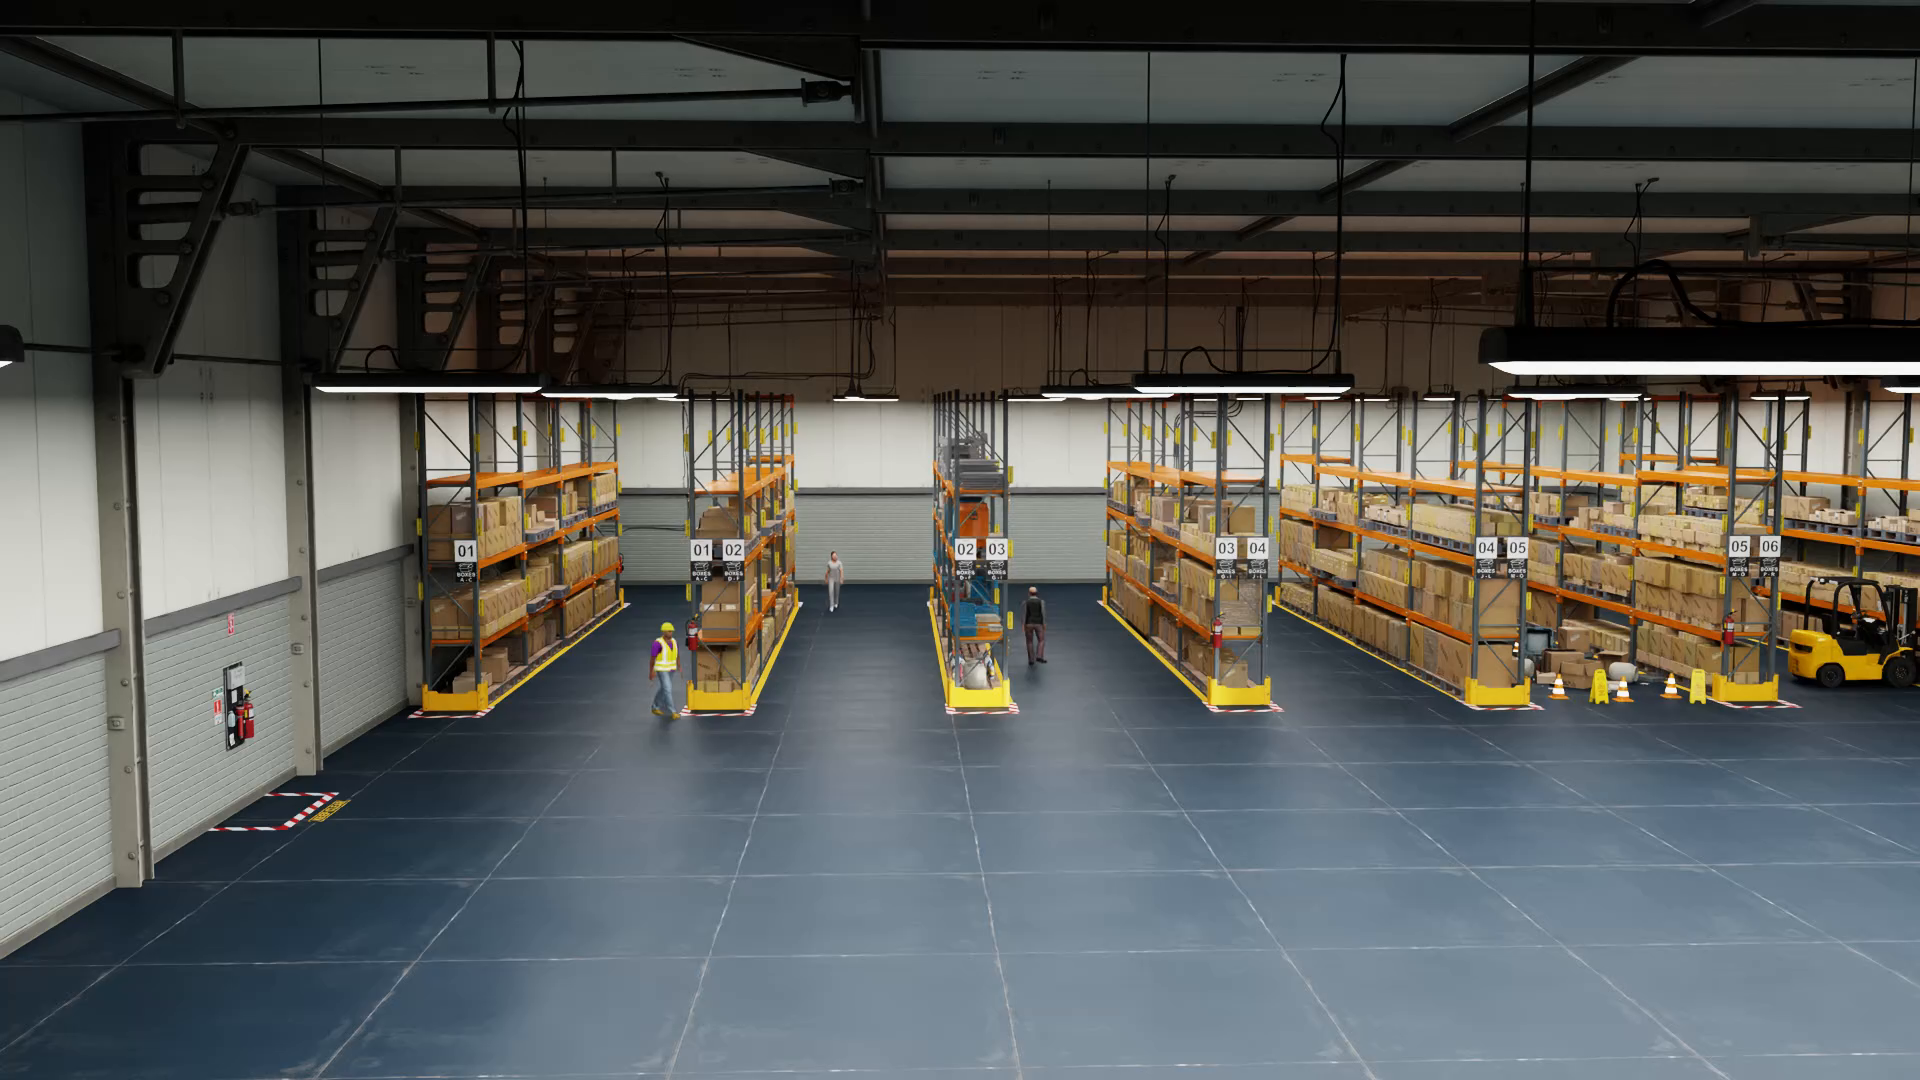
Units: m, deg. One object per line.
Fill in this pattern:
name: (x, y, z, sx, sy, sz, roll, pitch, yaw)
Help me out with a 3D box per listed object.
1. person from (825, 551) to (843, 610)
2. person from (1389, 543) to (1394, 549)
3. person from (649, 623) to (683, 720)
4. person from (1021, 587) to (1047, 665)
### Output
person: (-3.485, 1.122, 46.213, 0.486, 1.600, 1.044, -1, 5, -11)
person: (12.496, 0.926, 47.965, 0.995, 1.734, 0.562, 2, 5, 21)
person: (-5.309, 2.368, 30.286, 0.955, 1.714, 0.619, 3, 5, 31)
person: (1.624, 1.891, 36.548, 0.566, 1.720, 0.537, 0, 5, -2)
